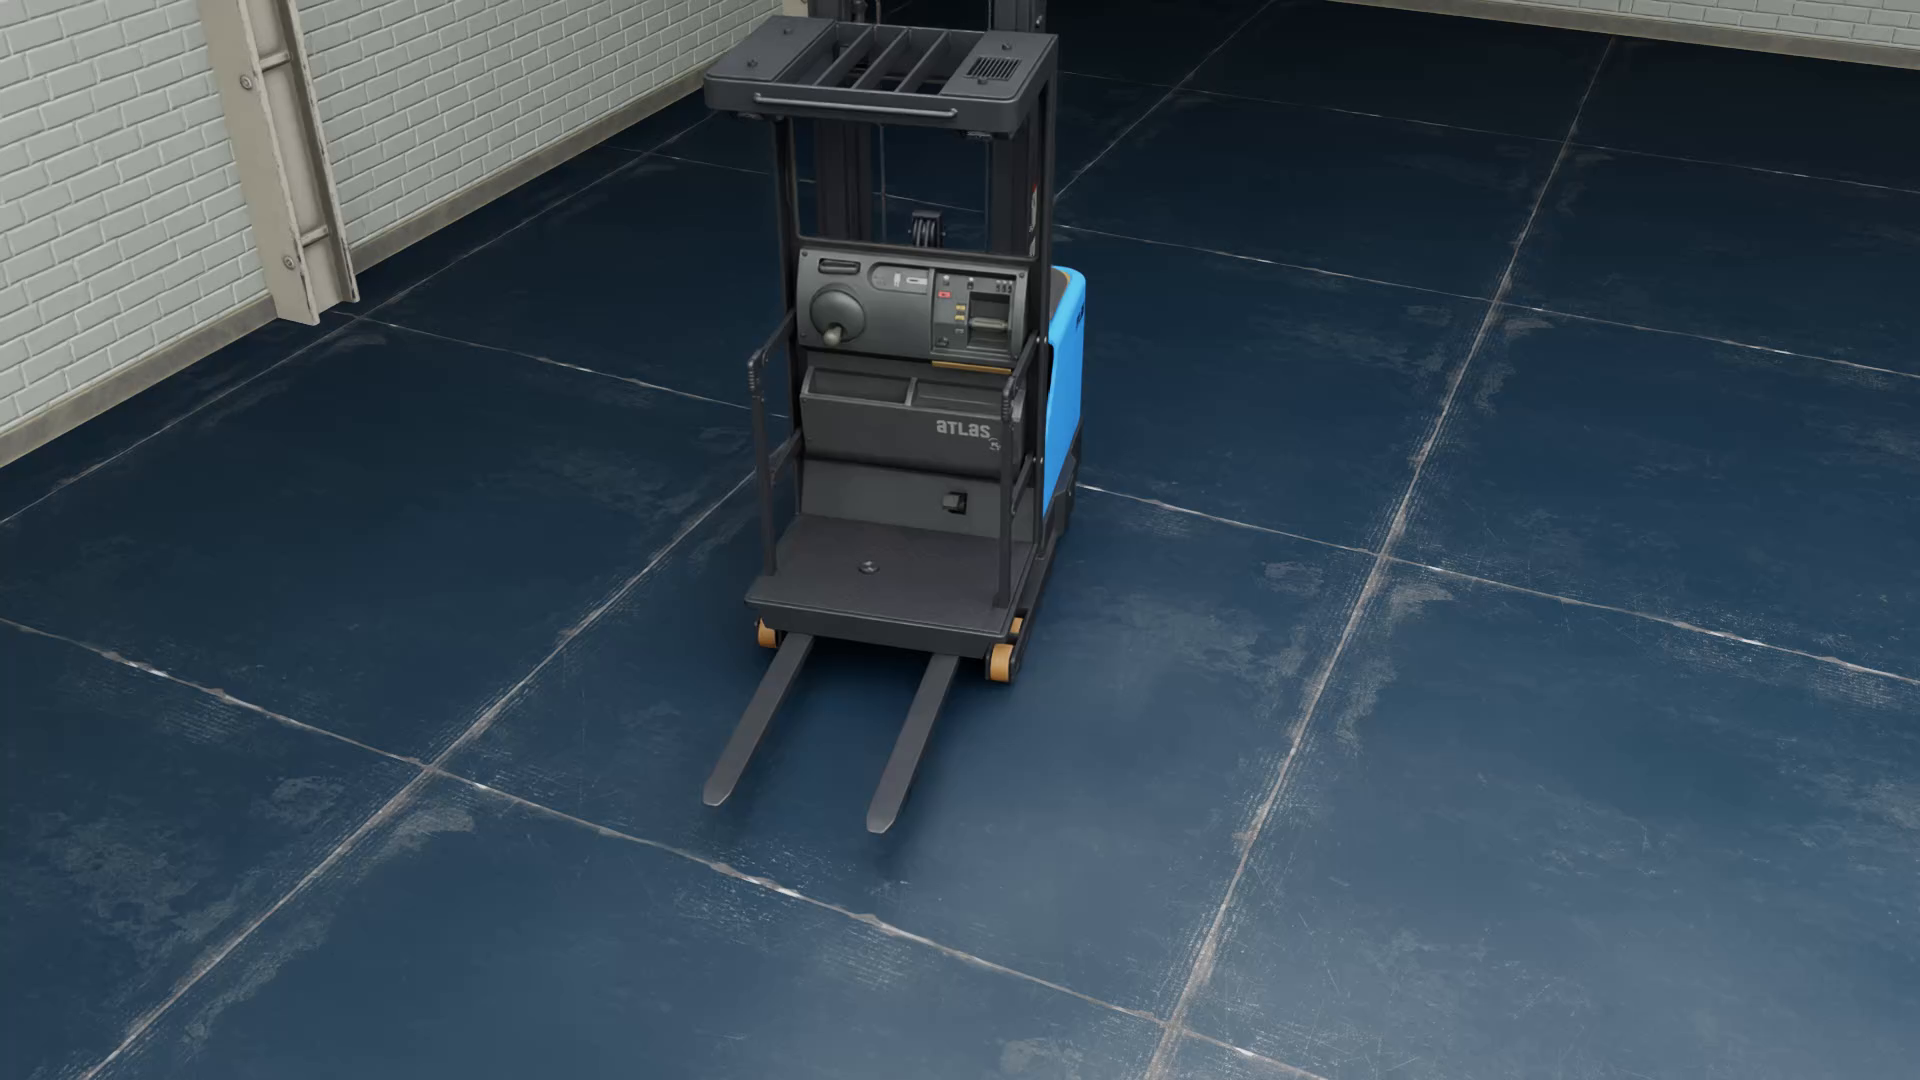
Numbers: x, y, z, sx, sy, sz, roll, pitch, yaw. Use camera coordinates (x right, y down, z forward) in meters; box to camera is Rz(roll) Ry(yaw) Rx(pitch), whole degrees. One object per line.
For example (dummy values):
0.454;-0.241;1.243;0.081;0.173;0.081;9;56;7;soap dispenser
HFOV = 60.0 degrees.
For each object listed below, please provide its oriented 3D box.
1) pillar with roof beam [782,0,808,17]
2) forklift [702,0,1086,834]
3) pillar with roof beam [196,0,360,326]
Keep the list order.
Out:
2.616;-7.140;10.432;9.100;9.000;0.400;14;36;20;pillar with roof beam
-0.242;-0.867;6.400;1.130;2.935;3.031;7;34;11;forklift
0.106;-4.152;5.875;9.100;9.000;0.400;14;36;20;pillar with roof beam
